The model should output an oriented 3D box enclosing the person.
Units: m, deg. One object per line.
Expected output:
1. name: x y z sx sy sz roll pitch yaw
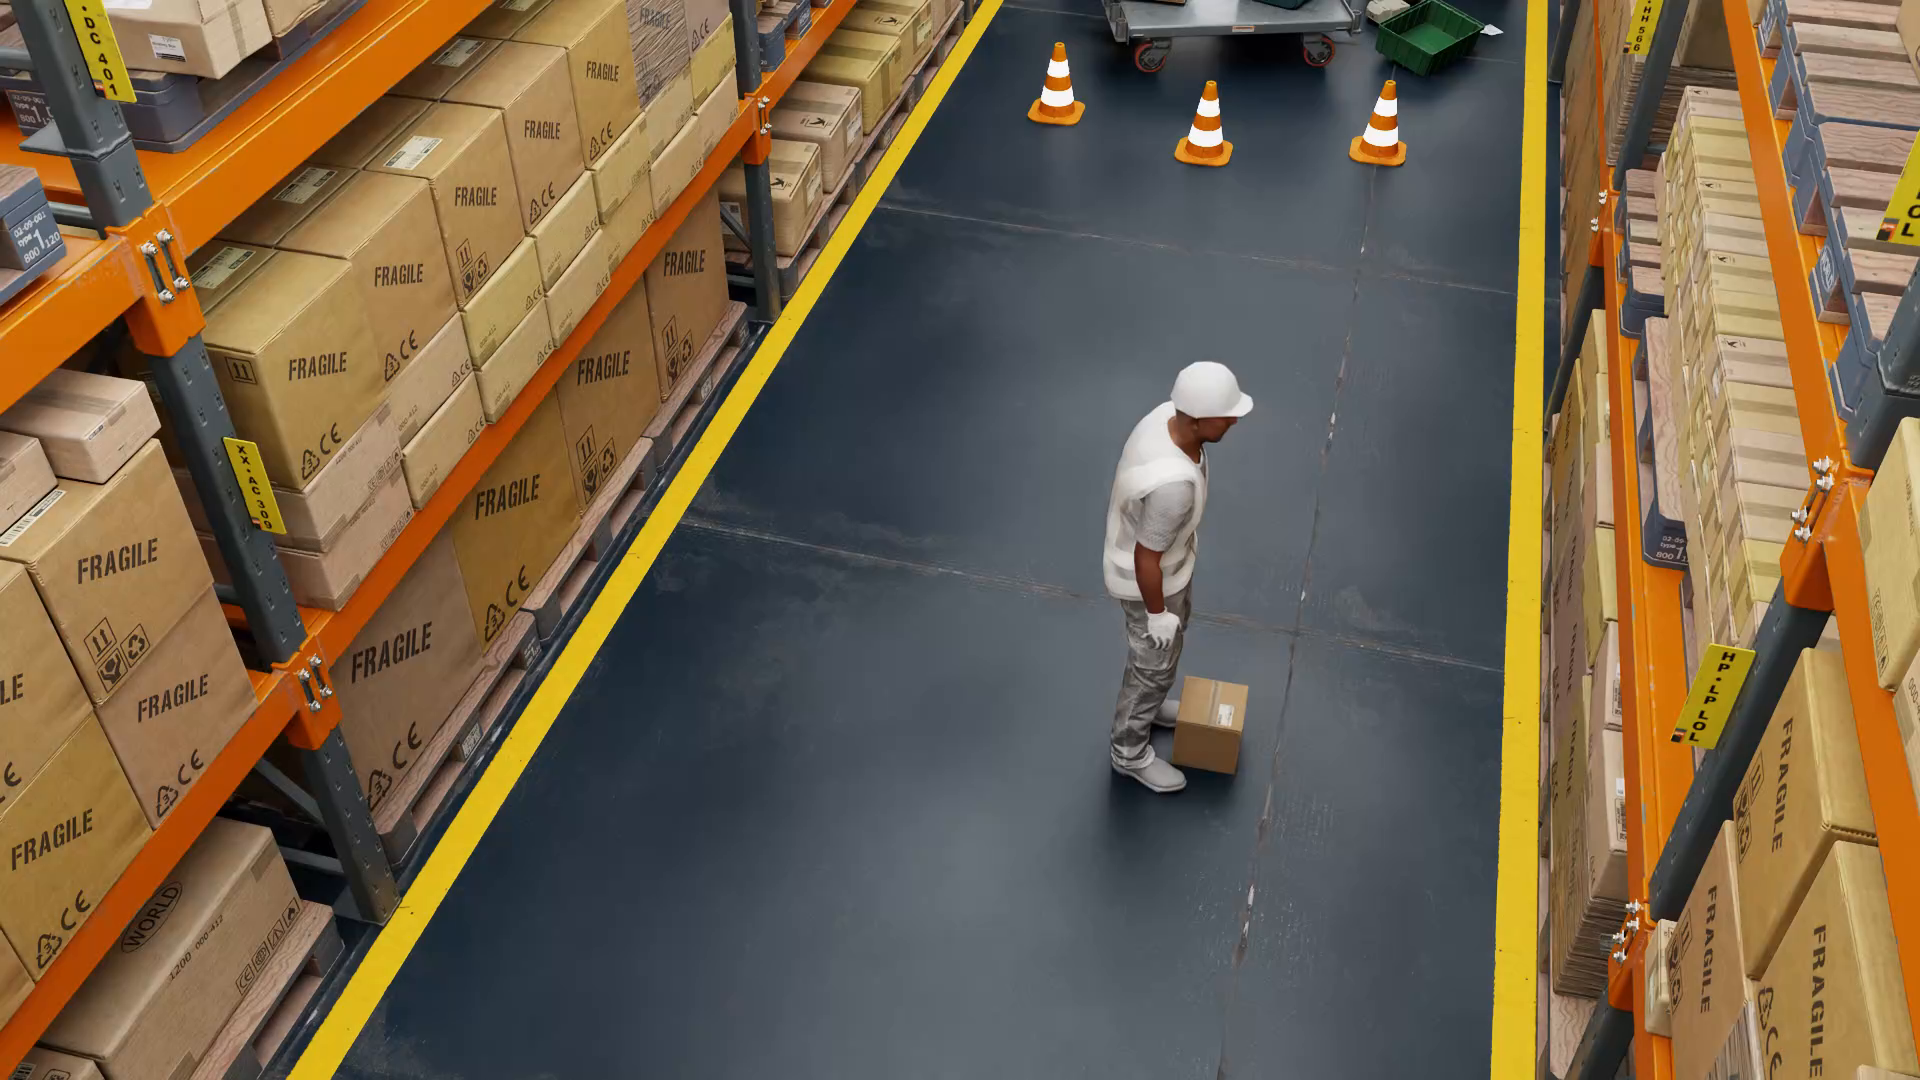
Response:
1. person: 0.745 0.112 6.021 0.452 1.772 0.616 8 41 9
